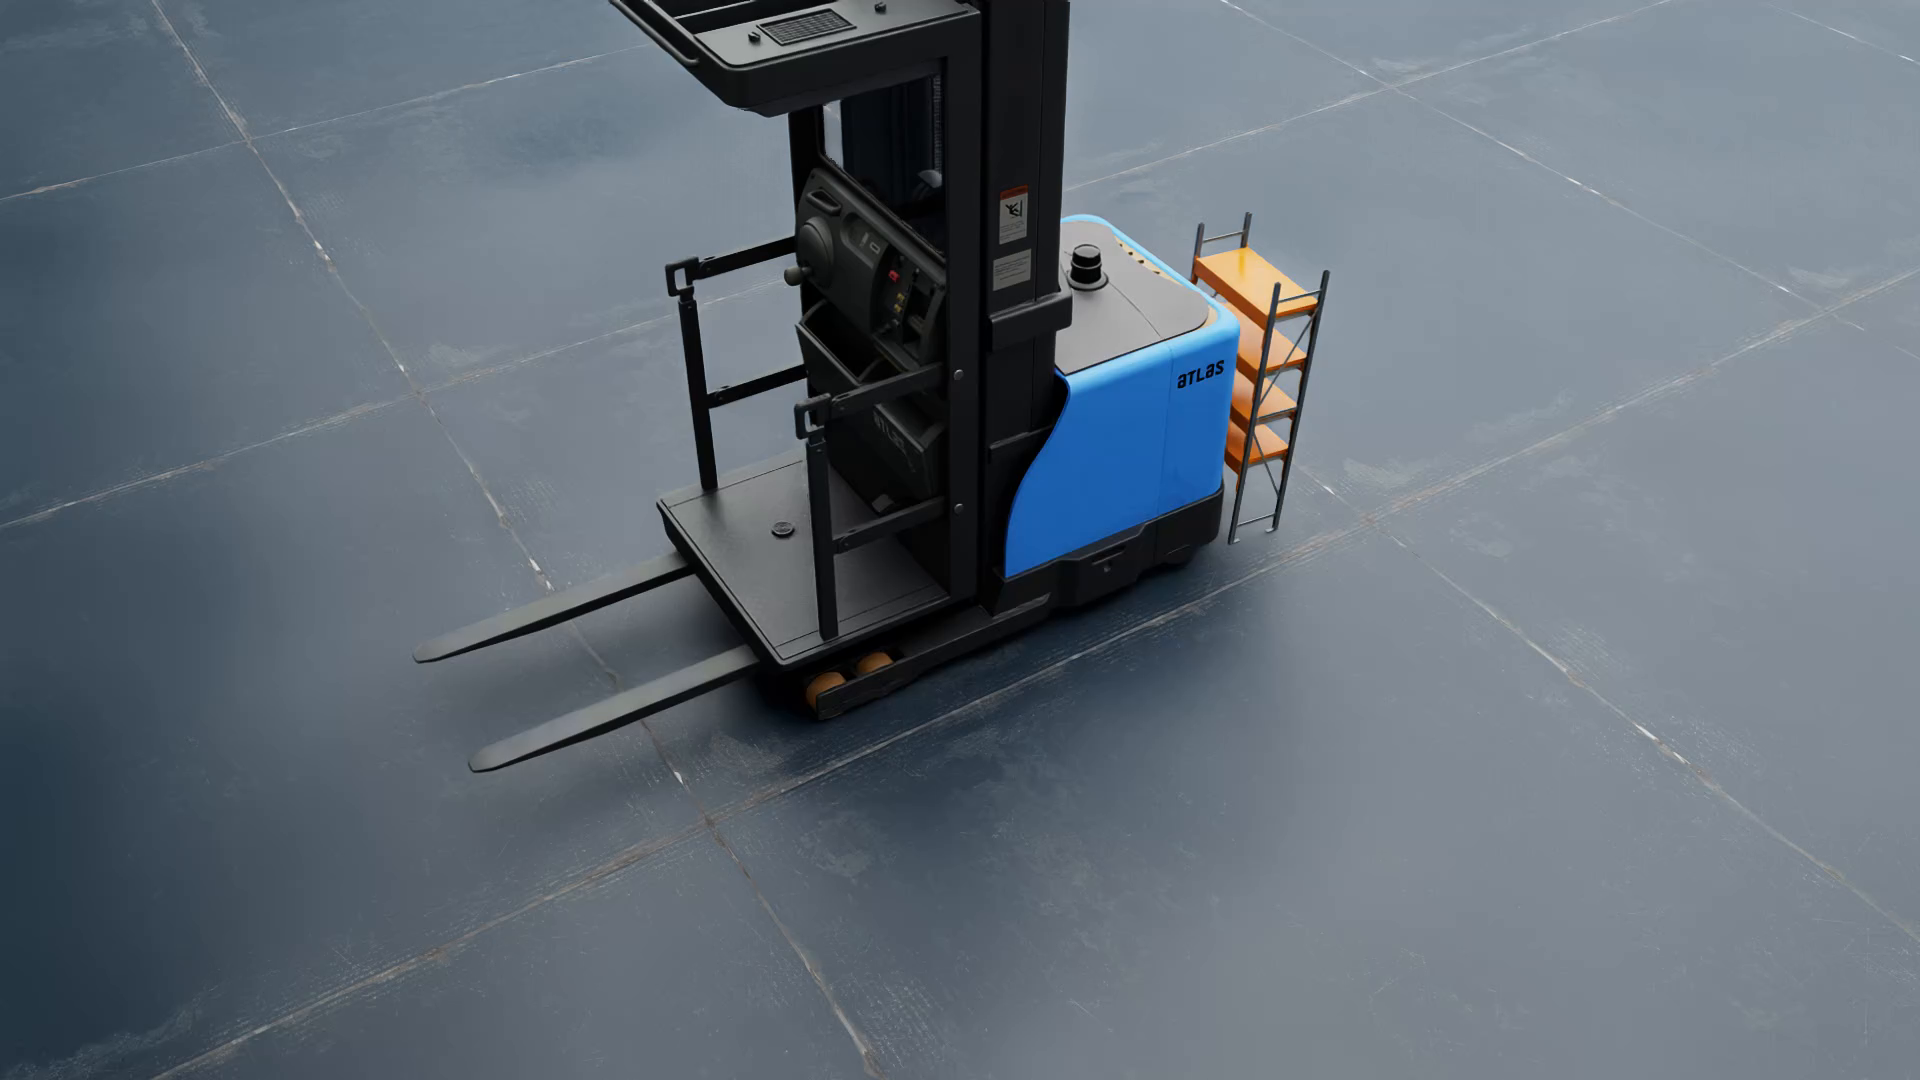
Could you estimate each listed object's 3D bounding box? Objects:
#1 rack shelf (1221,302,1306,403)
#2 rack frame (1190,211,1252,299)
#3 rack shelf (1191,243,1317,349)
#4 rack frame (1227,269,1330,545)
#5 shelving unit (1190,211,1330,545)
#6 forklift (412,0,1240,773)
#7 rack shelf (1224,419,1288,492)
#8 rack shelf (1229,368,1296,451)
[{"bbox_3d":[1.107,-0.744,6.452,0.258,0.148,0.480,-16,42,-23],"label":"rack shelf"},{"bbox_3d":[0.988,-0.760,6.716,0.240,1.200,0.015,-16,42,-23],"label":"rack frame"},{"bbox_3d":[1.117,-0.929,6.305,0.258,0.148,0.480,-16,42,-23],"label":"rack shelf"},{"bbox_3d":[1.214,-0.483,6.384,0.240,1.200,0.015,-16,42,-23],"label":"rack frame"},{"bbox_3d":[1.101,-0.622,6.550,0.258,1.200,0.503,-16,42,-23],"label":"shelving unit"},{"bbox_3d":[-0.487,-0.875,5.510,3.031,2.935,1.130,-21,44,-24],"label":"forklift"},{"bbox_3d":[1.090,-0.414,6.715,0.258,0.148,0.480,-16,42,-23],"label":"rack shelf"},{"bbox_3d":[1.098,-0.569,6.591,0.258,0.148,0.480,-16,42,-23],"label":"rack shelf"}]
